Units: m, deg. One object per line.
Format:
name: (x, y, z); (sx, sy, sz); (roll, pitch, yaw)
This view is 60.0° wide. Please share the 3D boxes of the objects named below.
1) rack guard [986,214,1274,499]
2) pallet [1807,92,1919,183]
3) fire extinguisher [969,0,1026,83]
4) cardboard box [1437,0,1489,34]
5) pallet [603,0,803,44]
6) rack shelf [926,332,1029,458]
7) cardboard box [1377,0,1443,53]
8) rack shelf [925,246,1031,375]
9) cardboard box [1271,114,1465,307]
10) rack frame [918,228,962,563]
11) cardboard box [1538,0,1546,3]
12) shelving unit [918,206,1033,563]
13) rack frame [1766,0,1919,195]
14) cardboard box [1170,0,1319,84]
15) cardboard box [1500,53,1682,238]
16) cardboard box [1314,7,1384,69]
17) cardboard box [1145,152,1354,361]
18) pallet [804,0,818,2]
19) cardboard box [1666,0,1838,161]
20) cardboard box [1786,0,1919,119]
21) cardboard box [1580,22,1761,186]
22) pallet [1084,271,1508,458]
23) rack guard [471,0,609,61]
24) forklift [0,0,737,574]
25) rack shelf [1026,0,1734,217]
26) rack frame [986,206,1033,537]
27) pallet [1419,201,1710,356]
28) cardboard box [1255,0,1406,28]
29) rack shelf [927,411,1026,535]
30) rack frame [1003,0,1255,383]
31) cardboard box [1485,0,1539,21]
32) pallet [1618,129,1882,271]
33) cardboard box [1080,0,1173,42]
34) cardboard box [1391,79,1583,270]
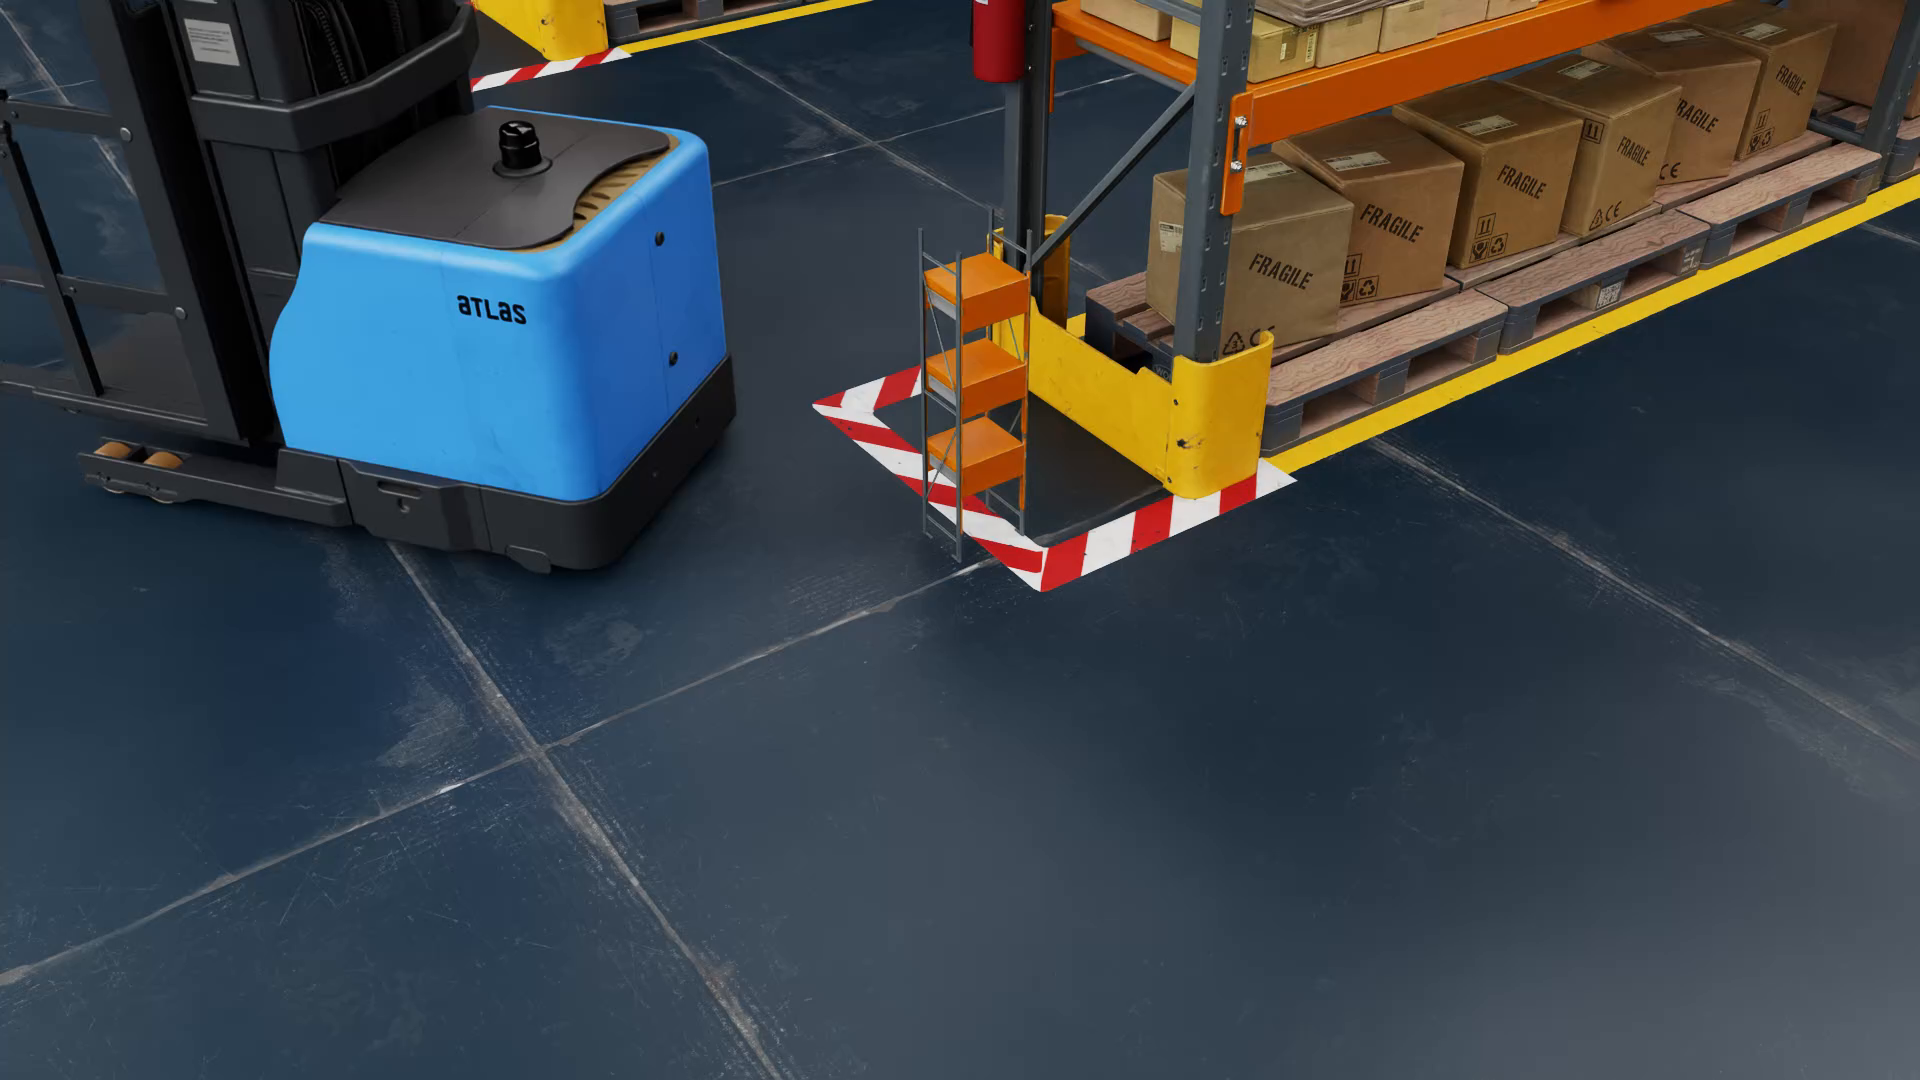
rack guard: (0.548, -0.657, 5.736); (0.348, 0.500, 1.175); (-22, 41, -28)
pallet: (4.391, -2.123, 8.021); (1.213, 0.211, 1.003); (-22, 41, -28)
fire extinguisher: (0.126, -1.797, 5.245); (0.183, 0.674, 0.296); (-22, 41, -28)
cardboard box: (1.476, -1.773, 5.361); (0.250, 0.149, 0.380); (-22, 41, -28)
pallet: (-1.666, -3.197, 9.515); (1.213, 0.211, 1.003); (-22, 41, -28)
rack shelf: (0.044, -0.436, 4.975); (0.240, 0.259, 0.215); (-22, 41, -28)
cardboard box: (1.284, -1.679, 5.230); (0.250, 0.149, 0.380); (-22, 41, -28)
rack shelf: (0.044, -0.666, 4.809); (0.240, 0.259, 0.215); (-22, 41, -28)
cardboard box: (1.474, -1.222, 6.161); (0.500, 0.500, 0.500); (-12, 37, -16)
rack frame: (-0.056, -0.403, 4.911); (0.008, 1.050, 0.200); (-22, 41, -28)
cardboard box: (1.874, -1.950, 5.608); (0.250, 0.149, 0.380); (-22, 41, -28)
shelving unit: (0.044, -0.444, 4.968); (0.252, 1.050, 0.215); (-22, 41, -28)
rack frame: (3.755, -2.992, 6.841); (0.127, 3.000, 1.000); (-22, 41, -28)
cardboard box: (0.856, -1.527, 5.019); (0.250, 0.149, 0.380); (-22, 41, -28)
cardboard box: (2.479, -1.590, 6.673); (0.500, 0.500, 0.500); (-26, 43, -32)
cardboard box: (1.071, -1.602, 5.123); (0.250, 0.149, 0.380); (-22, 41, -28)
cardboard box: (1.005, -1.004, 5.859); (0.500, 0.500, 0.500); (-15, 38, -20)
pallet: (-0.669, -3.605, 10.082); (1.213, 0.211, 1.003); (-22, 41, -28)
cardboard box: (3.405, -2.032, 7.288); (0.500, 0.500, 0.500); (-24, 42, -29)
cardboard box: (4.269, -2.352, 7.716); (0.500, 0.500, 0.700); (-26, 43, -31)
cardboard box: (2.941, -1.836, 7.015); (0.500, 0.500, 0.500); (-10, 37, -14)
pallet: (1.232, -0.797, 6.177); (1.213, 0.211, 1.003); (-22, 41, -28)
rack guard: (-2.333, -3.044, 9.054); (0.348, 0.500, 1.175); (-22, 41, -28)
forklift: (-2.345, -1.589, 4.949); (3.031, 2.935, 1.130); (11, 37, 14)
rack shelf: (2.120, -2.027, 6.116); (4.000, 0.370, 1.077); (-22, 41, -28)
rack frame: (0.143, -0.485, 5.025); (0.008, 1.050, 0.200); (-22, 41, -28)
pallet: (2.228, -1.205, 6.744); (1.213, 0.211, 1.003); (-22, 41, -28)
cardboard box: (0.951, -1.980, 5.094); (0.500, 0.500, 0.875); (-22, 41, -28)
rack shelf: (0.044, -0.210, 5.137); (0.240, 0.259, 0.215); (-22, 41, -28)
rack frame: (0.485, -1.647, 4.971); (0.127, 3.000, 1.000); (-22, 41, -28)
cardboard box: (1.685, -1.853, 5.473); (0.250, 0.149, 0.380); (-22, 41, -28)
pallet: (3.226, -1.617, 7.318); (1.213, 0.211, 1.003); (-22, 41, -28)
cardboard box: (0.599, -1.739, 5.314); (0.250, 0.149, 0.380); (-22, 41, -28)
cardboard box: (1.997, -1.423, 6.441); (0.500, 0.500, 0.500); (-18, 40, -24)
